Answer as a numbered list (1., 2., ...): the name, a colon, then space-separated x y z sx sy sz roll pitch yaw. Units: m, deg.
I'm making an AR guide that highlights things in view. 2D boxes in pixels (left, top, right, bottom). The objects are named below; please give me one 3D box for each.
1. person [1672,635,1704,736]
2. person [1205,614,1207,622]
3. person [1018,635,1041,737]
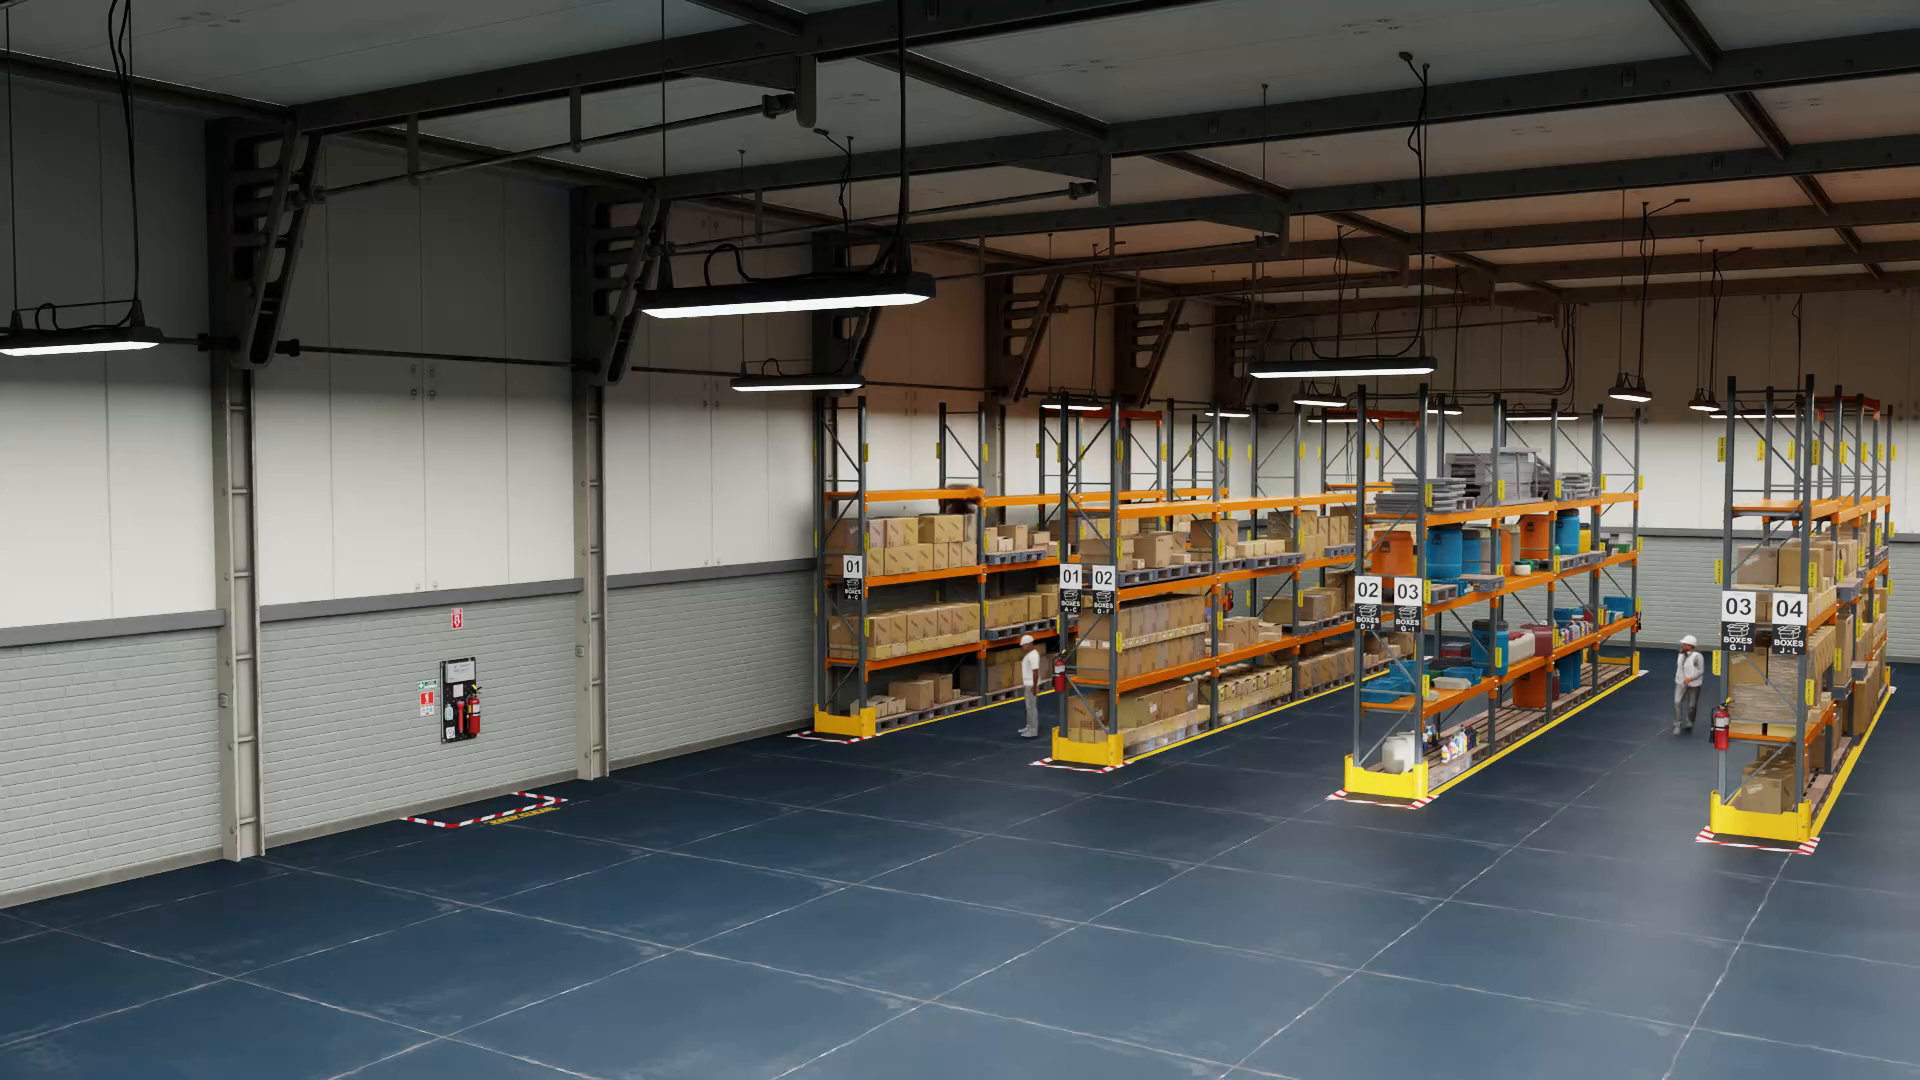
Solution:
1. person: 13.058 2.581 29.761 0.491 1.754 0.992 2 4 32
2. person: 5.430 2.290 38.116 0.471 1.398 0.877 1 3 22
3. person: 1.237 2.568 29.474 0.406 1.766 0.629 0 3 1
